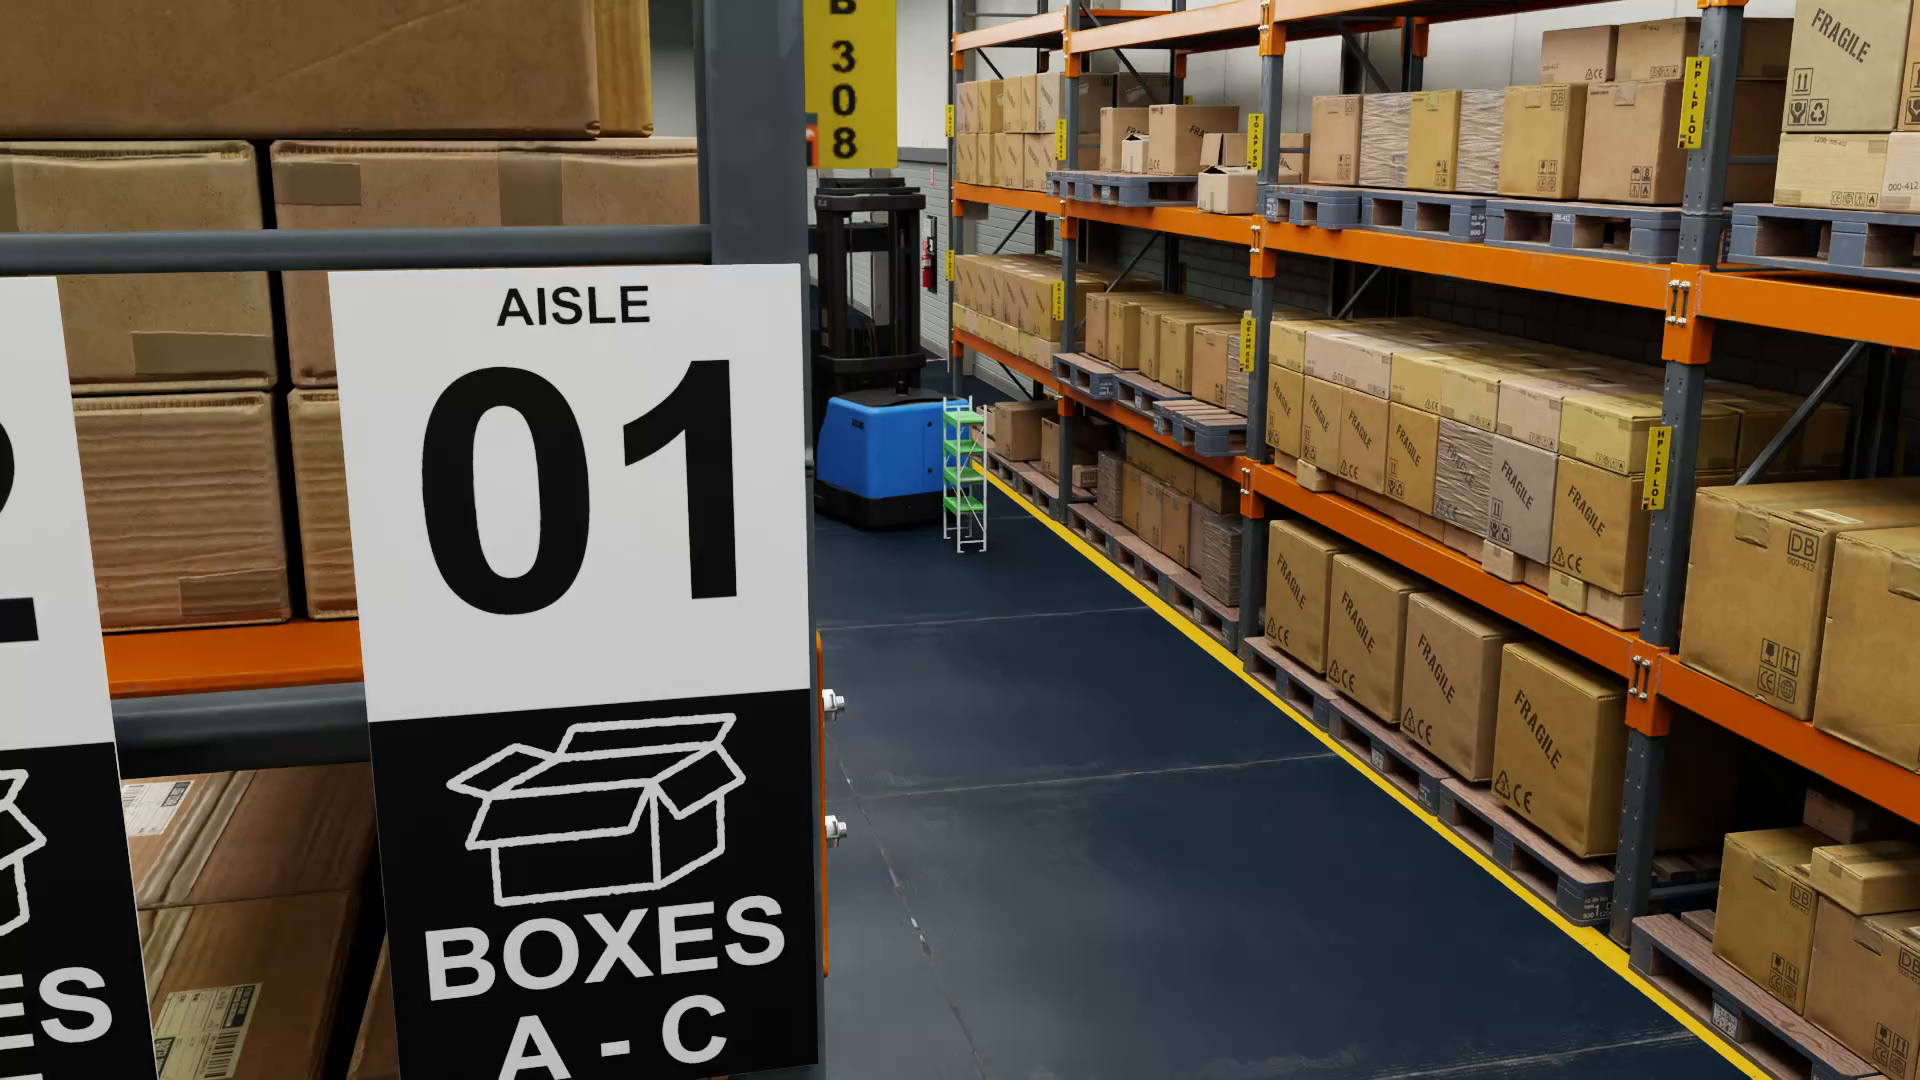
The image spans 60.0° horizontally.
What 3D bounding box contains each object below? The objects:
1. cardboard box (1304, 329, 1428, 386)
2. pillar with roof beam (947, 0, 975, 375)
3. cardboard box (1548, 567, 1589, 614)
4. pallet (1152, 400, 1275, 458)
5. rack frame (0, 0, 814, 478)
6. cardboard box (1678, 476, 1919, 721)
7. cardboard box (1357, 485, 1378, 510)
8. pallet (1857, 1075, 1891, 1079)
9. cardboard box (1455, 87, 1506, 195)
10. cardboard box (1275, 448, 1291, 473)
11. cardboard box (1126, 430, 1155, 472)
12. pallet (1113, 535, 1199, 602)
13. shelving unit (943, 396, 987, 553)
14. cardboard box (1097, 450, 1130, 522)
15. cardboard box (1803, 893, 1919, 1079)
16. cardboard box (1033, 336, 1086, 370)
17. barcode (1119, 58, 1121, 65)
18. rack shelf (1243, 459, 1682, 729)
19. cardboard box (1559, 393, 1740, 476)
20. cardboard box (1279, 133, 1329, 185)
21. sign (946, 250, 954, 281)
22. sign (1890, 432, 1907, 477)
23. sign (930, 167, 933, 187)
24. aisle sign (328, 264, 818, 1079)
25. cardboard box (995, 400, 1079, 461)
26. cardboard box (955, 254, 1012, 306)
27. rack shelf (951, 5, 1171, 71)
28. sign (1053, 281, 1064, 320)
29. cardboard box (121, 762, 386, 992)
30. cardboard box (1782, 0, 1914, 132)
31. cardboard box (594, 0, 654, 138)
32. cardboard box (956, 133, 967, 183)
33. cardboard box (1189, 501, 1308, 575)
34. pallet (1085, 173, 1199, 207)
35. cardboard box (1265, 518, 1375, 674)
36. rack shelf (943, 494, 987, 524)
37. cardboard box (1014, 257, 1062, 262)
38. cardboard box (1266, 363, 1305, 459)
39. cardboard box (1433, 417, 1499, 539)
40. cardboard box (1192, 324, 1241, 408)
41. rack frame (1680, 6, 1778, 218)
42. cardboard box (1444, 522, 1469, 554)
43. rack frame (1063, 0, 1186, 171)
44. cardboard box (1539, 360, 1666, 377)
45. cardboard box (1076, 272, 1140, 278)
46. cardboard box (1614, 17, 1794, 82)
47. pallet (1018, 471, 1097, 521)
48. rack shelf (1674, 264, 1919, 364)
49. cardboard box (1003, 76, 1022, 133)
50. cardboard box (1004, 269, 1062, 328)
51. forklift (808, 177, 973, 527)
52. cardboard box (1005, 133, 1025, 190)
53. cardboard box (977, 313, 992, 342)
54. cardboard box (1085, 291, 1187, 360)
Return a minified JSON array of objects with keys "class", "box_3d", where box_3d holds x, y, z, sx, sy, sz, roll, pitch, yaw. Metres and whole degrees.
[{"class":"cardboard box","box_3d":[2.284,-1.034,9.378,0.500,0.250,0.500,-3,14,-14]},{"class":"pillar with roof beam","box_3d":[-4.166,-6.500,21.573,9.100,9.000,0.400,-3,14,-13]},{"class":"cardboard box","box_3d":[2.804,0.206,7.249,0.380,0.149,0.250,-3,14,-12]},{"class":"pallet","box_3d":[2.030,-0.775,11.183,1.213,0.211,1.003,-3,14,-13]},{"class":"rack frame","box_3d":[-0.634,-1.501,1.111,1.000,3.000,0.127,-3,14,-13]},{"class":"cardboard box","box_3d":[3.352,0.194,6.183,0.980,0.700,0.700,-3,14,-12]},{"class":"cardboard box","box_3d":[2.433,-0.273,9.212,0.380,0.149,0.250,-3,14,-12]},{"class":"pallet","box_3d":[3.633,2.030,5.175,1.003,0.211,1.213,-3,14,-13]},{"class":"cardboard box","box_3d":[2.892,-1.959,8.169,0.700,0.500,0.500,-3,14,-13]},{"class":"cardboard box","box_3d":[2.153,-0.508,10.175,0.380,0.149,0.250,-3,14,-14]},{"class":"cardboard box","box_3d":[1.658,-0.726,13.337,0.500,0.250,0.500,-4,14,-14]},{"class":"pallet","box_3d":[1.836,0.184,12.730,1.003,0.211,1.213,-3,14,-13]},{"class":"shelving unit","box_3d":[0.039,-0.545,13.628,0.258,1.200,0.503,-3,14,-13]},{"class":"cardboard box","box_3d":[1.551,-0.463,13.841,0.700,0.500,0.500,-3,14,-11]},{"class":"cardboard box","box_3d":[3.431,1.518,5.776,0.700,0.500,0.500,-3,14,-14]},{"class":"cardboard box","box_3d":[0.956,-1.662,14.682,0.500,0.250,0.500,-3,14,-13]},{"class":"barcode","box_3d":[1.453,-4.357,15.117,0.001,0.075,0.075,-3,14,-13]},{"class":"rack shelf","box_3d":[2.771,0.101,8.708,1.077,0.370,4.000,-3,14,-13]},{"class":"cardboard box","box_3d":[2.882,-0.447,6.978,0.500,0.250,0.500,-3,14,-12]},{"class":"cardboard box","box_3d":[2.356,-2.404,10.873,0.500,0.500,0.500,-3,14,-13]},{"class":"sign","box_3d":[-0.105,-2.945,17.839,0.100,0.325,0.005,-3,14,-13]},{"class":"sign","box_3d":[3.780,-0.277,6.750,0.100,0.325,0.005,-3,14,-13]},{"class":"sign","box_3d":[-0.430,-5.532,25.365,0.001,0.298,0.199,-3,14,-13]},{"class":"aisle sign","box_3d":[-0.333,0.149,1.517,0.394,0.787,0.004,-3,14,-13]},{"class":"cardboard box","box_3d":[0.755,-1.086,16.393,0.700,0.500,0.500,-4,14,-17]},{"class":"cardboard box","box_3d":[0.242,-2.729,17.472,0.500,0.500,0.500,-3,14,-13]},{"class":"rack shelf","box_3d":[0.892,-4.657,15.550,1.077,0.370,4.000,-3,14,-13]},{"class":"sign","box_3d":[0.836,-2.021,14.054,0.100,0.325,0.005,-3,14,-13]},{"class":"cardboard box","box_3d":[-1.125,0.675,2.527,0.500,0.500,0.500,-3,14,-12]},{"class":"cardboard box","box_3d":[3.136,-1.608,5.508,0.500,0.500,0.500,-3,14,-14]},{"class":"cardboard box","box_3d":[-0.806,-0.816,2.310,0.700,0.500,0.500,-3,14,-13]},{"class":"cardboard box","box_3d":[0.258,-3.979,17.322,0.500,0.500,0.500,-3,14,-12]},{"class":"cardboard box","box_3d":[2.074,0.002,11.936,0.700,0.500,0.500,-3,14,-13]},{"class":"pallet","box_3d":[1.650,-2.611,12.369,1.213,0.211,1.003,-3,14,-13]},{"class":"cardboard box","box_3d":[2.346,0.308,9.992,0.750,0.750,0.750,-3,14,-14]},{"class":"rack shelf","box_3d":[0.039,-0.249,13.700,0.258,0.148,0.480,-3,14,-13]},{"class":"cardboard box","box_3d":[0.848,-2.643,17.117,0.500,0.500,0.500,-3,14,-12]},{"class":"cardboard box","box_3d":[2.167,-0.786,9.945,0.500,0.500,0.500,-3,14,-12]},{"class":"cardboard box","box_3d":[2.648,-0.316,8.019,0.500,0.500,0.500,-3,14,-13]},{"class":"cardboard box","box_3d":[2.024,-1.207,11.410,0.700,0.500,0.500,-5,14,-18]},{"class":"rack frame","box_3d":[3.241,-2.701,6.022,1.000,3.000,0.127,-3,14,-13]},{"class":"cardboard box","box_3d":[2.630,-0.032,8.226,0.380,0.149,0.250,-4,14,-15]},{"class":"rack frame","box_3d":[1.362,-4.547,13.576,1.000,3.000,0.127,-3,14,-13]},{"class":"cardboard box","box_3d":[3.134,-0.710,8.054,0.500,0.250,0.500,-4,14,-15]},{"class":"cardboard box","box_3d":[1.337,-2.173,15.195,0.500,0.500,0.500,-3,14,-13]},{"class":"cardboard box","box_3d":[3.161,-2.081,7.086,0.500,0.250,0.500,-2,14,-9]},{"class":"pallet","box_3d":[1.170,-0.431,15.245,1.003,0.211,1.213,-3,14,-13]},{"class":"rack shelf","box_3d":[3.710,-0.433,4.575,1.077,0.370,4.000,-3,14,-13]},{"class":"cardboard box","box_3d":[0.709,-3.980,15.216,0.500,0.500,0.500,-4,14,-15]},{"class":"cardboard box","box_3d":[0.720,-2.257,15.538,0.500,0.500,0.500,-4,14,-15]},{"class":"forklift","box_3d":[-1.064,-1.834,15.257,1.130,2.935,3.031,-8,16,-29]},{"class":"cardboard box","box_3d":[0.730,-3.494,15.333,0.500,0.500,0.500,-4,14,-15]},{"class":"cardboard box","box_3d":[0.478,-2.125,16.578,0.500,0.250,0.500,-4,14,-14]},{"class":"cardboard box","box_3d":[1.448,-1.775,13.736,0.700,0.500,0.500,-3,14,-13]}]
